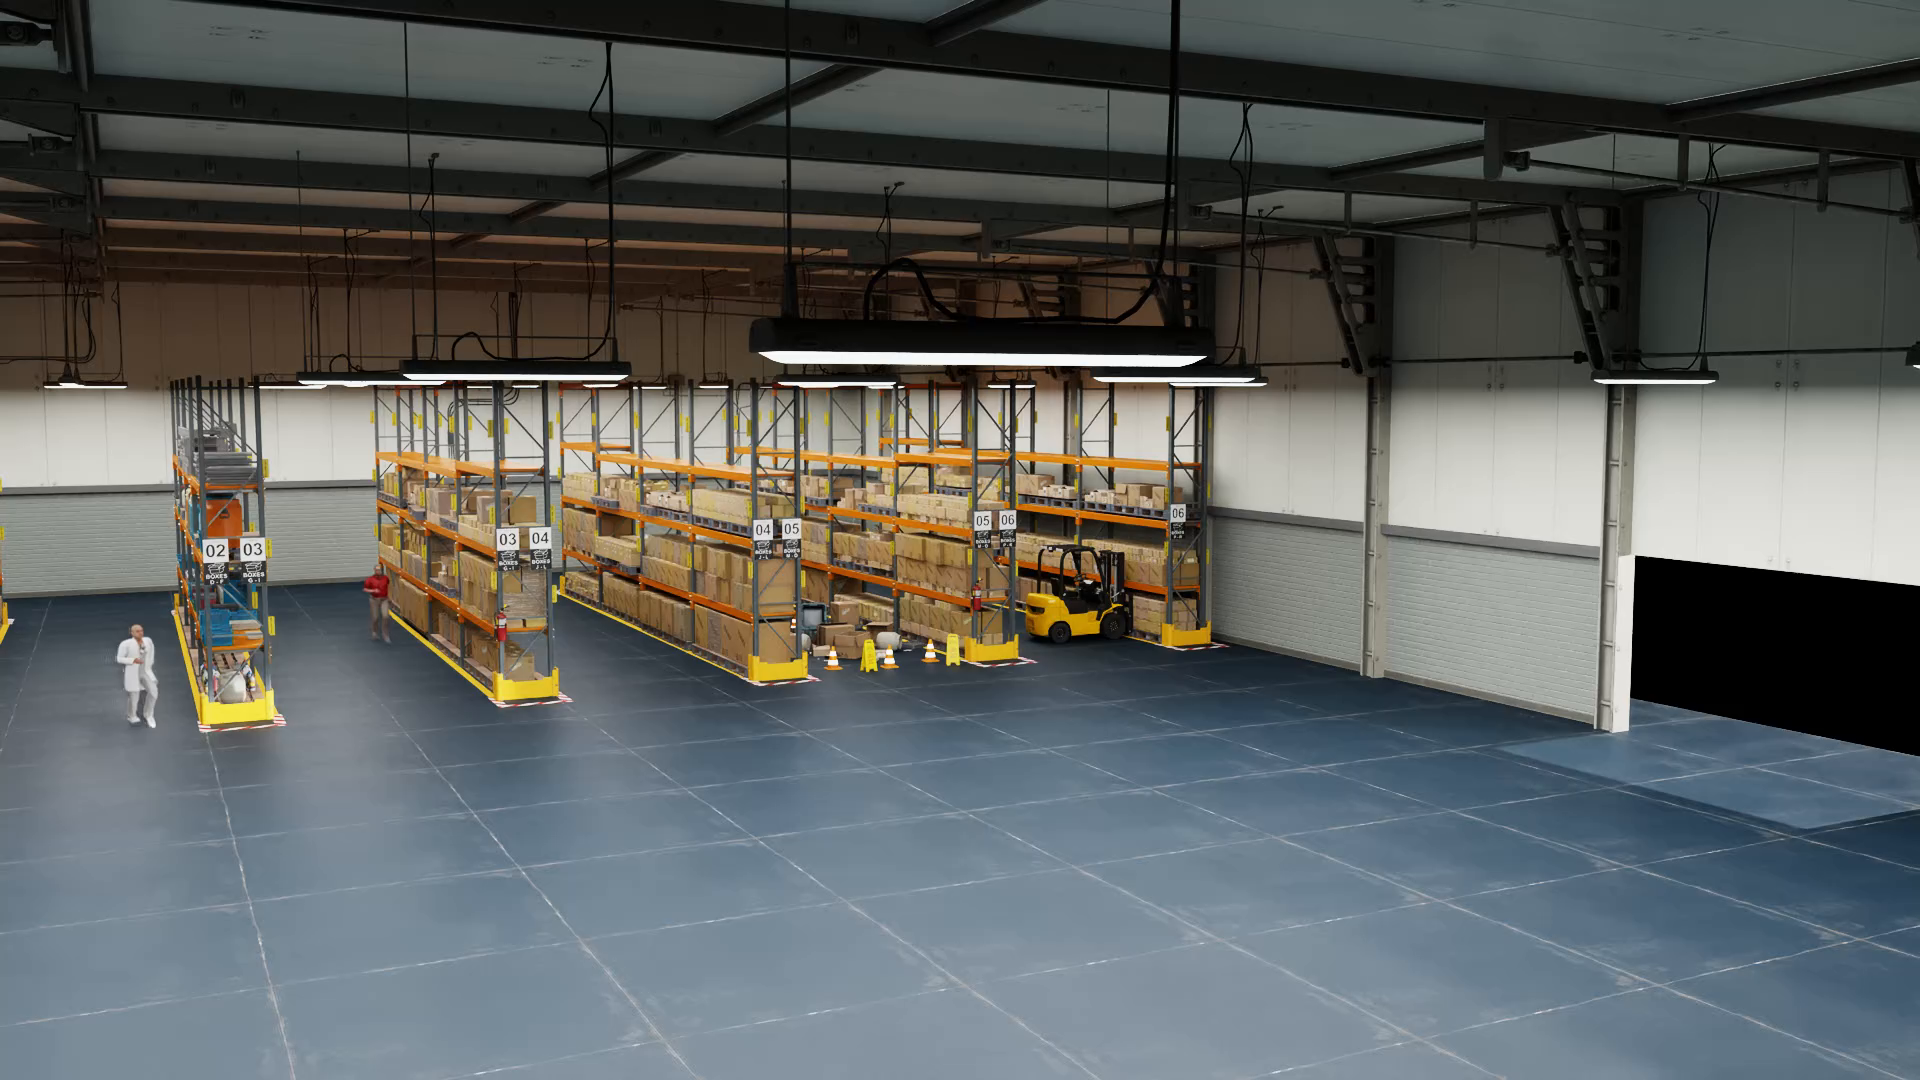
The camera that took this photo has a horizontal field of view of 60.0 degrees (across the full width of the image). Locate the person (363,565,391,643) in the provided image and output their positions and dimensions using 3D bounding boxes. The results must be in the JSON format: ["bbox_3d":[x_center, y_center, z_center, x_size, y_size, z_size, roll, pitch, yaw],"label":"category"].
[{"bbox_3d":[-13.373,1.468,38.202,0.644,1.788,0.826,-3,6,-31],"label":"person"}]

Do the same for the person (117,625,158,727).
[{"bbox_3d":[-14.057,2.329,28.448,0.866,1.791,0.720,4,7,41],"label":"person"}]

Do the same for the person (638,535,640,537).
[{"bbox_3d":[-9.559,0.470,49.563,1.054,1.770,0.662,-4,6,-35],"label":"person"}]
